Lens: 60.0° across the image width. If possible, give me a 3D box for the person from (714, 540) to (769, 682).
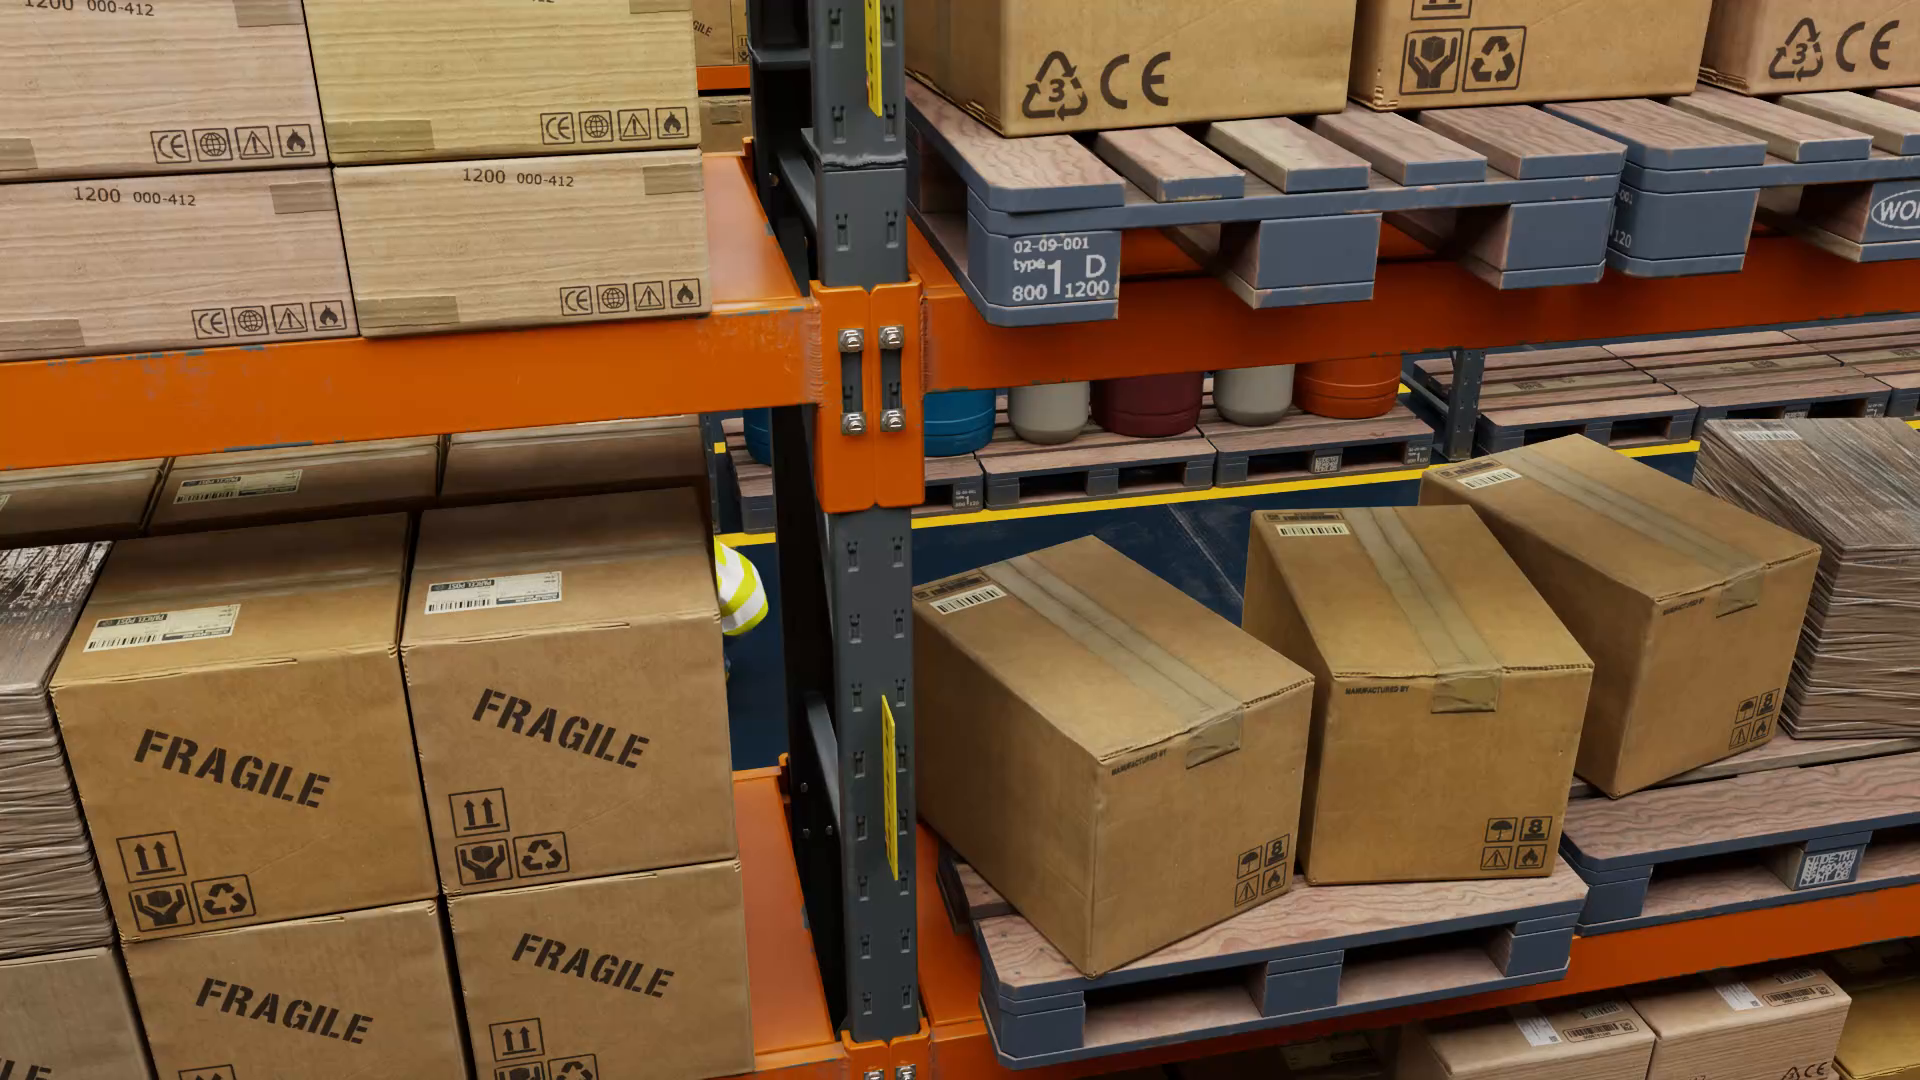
[{"bbox_3d":[-6.706,-8.003,14.007,7.014,9.010,23.266,-6,27,-11],"label":"person"}]
